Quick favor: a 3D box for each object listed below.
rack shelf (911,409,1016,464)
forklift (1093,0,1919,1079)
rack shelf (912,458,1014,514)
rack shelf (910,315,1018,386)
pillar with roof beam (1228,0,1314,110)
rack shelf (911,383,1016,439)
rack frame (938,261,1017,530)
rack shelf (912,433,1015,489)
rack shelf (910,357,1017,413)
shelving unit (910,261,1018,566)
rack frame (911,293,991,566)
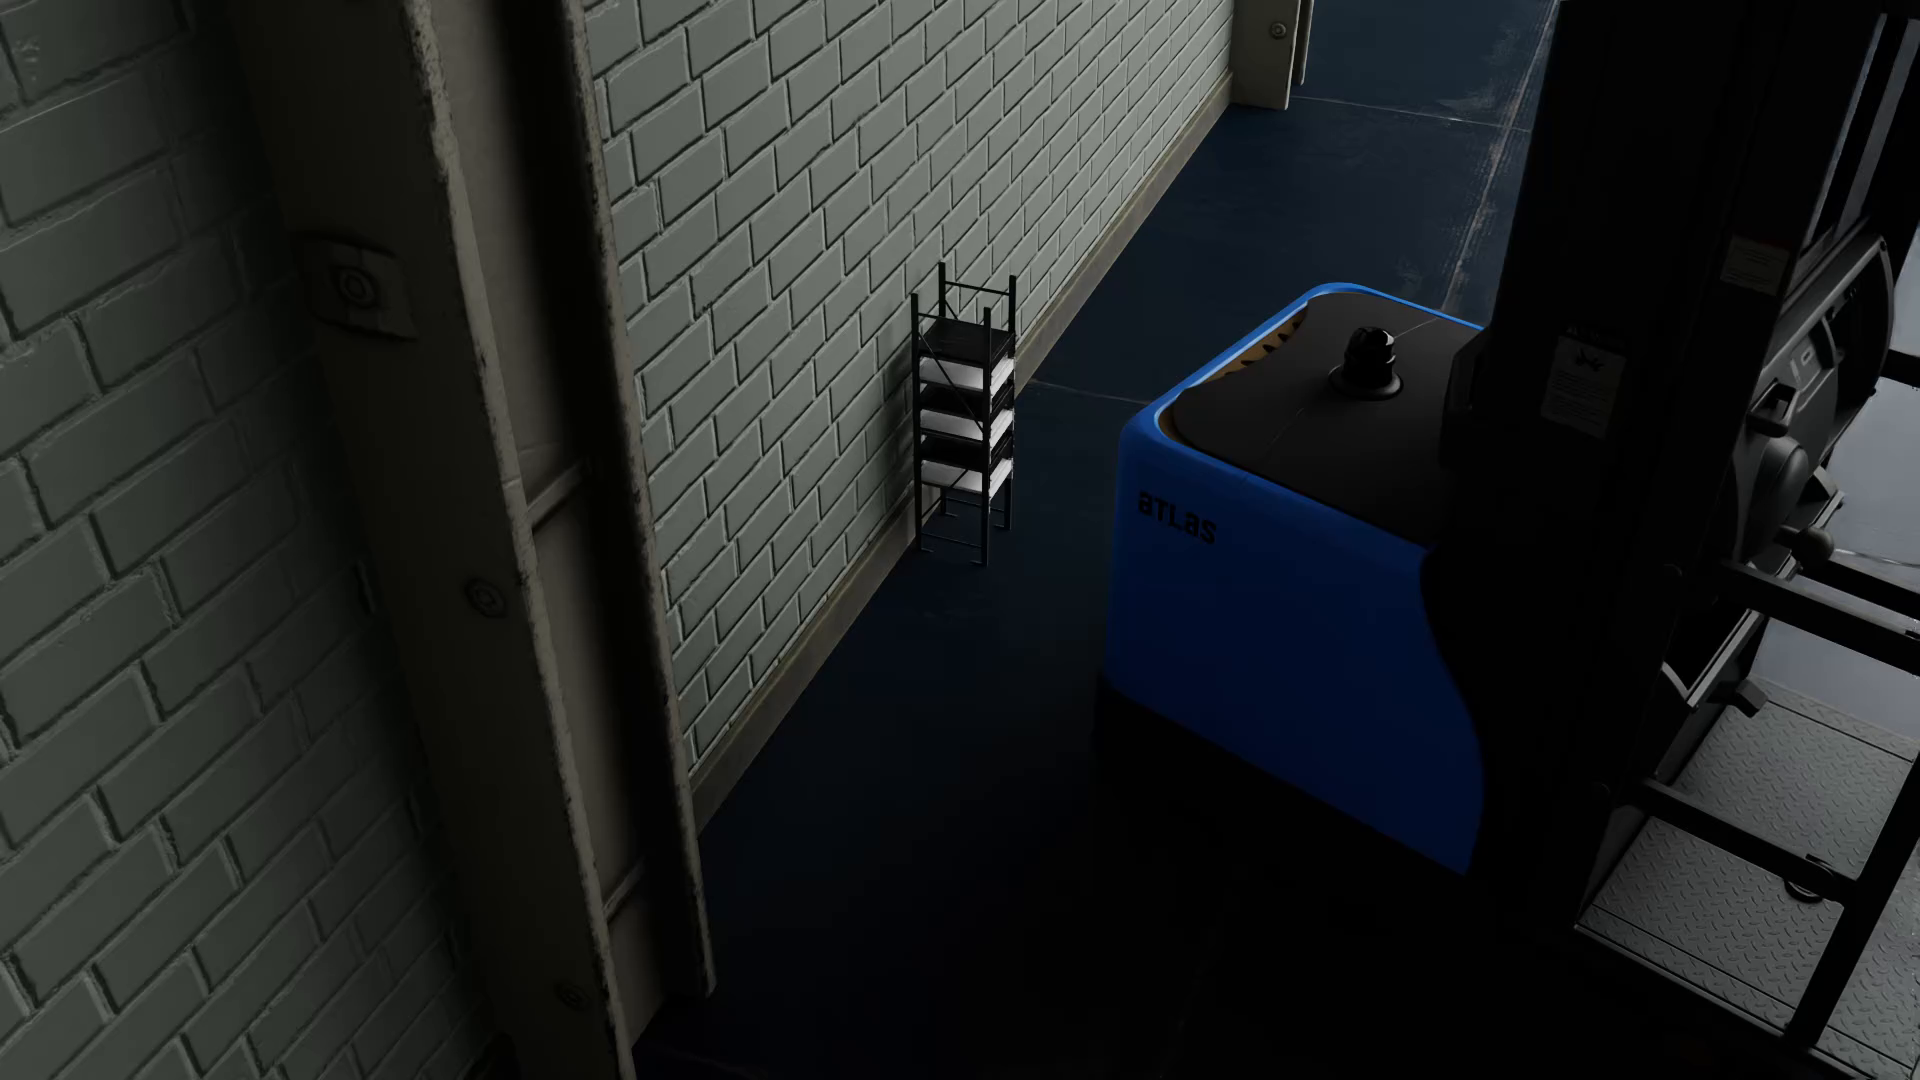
[{"bbox_3d":[0.012,-0.337,5.005,0.258,0.077,0.200,13,39,17],"label":"rack shelf"},{"bbox_3d":[1.806,-0.230,3.110,3.031,2.935,1.130,27,44,31],"label":"forklift"},{"bbox_3d":[0.012,-0.193,5.113,0.258,0.077,0.200,13,39,17],"label":"rack shelf"},{"bbox_3d":[0.012,-0.554,4.844,0.258,0.077,0.200,13,39,17],"label":"rack shelf"},{"bbox_3d":[5.483,-4.843,4.212,9.100,9.000,0.400,14,39,18],"label":"pillar with roof beam"},{"bbox_3d":[0.012,-0.409,4.951,0.258,0.077,0.200,13,39,17],"label":"rack shelf"},{"bbox_3d":[0.049,-0.421,5.061,0.240,0.900,0.006,13,39,17],"label":"rack frame"},{"bbox_3d":[0.012,-0.265,5.059,0.258,0.077,0.200,13,39,17],"label":"rack shelf"},{"bbox_3d":[0.012,-0.481,4.898,0.258,0.077,0.200,13,39,17],"label":"rack shelf"},{"bbox_3d":[0.012,-0.364,4.985,0.258,0.900,0.210,13,39,17],"label":"shelving unit"},{"bbox_3d":[-0.026,-0.307,4.910,0.240,0.900,0.006,13,39,17],"label":"rack frame"}]
